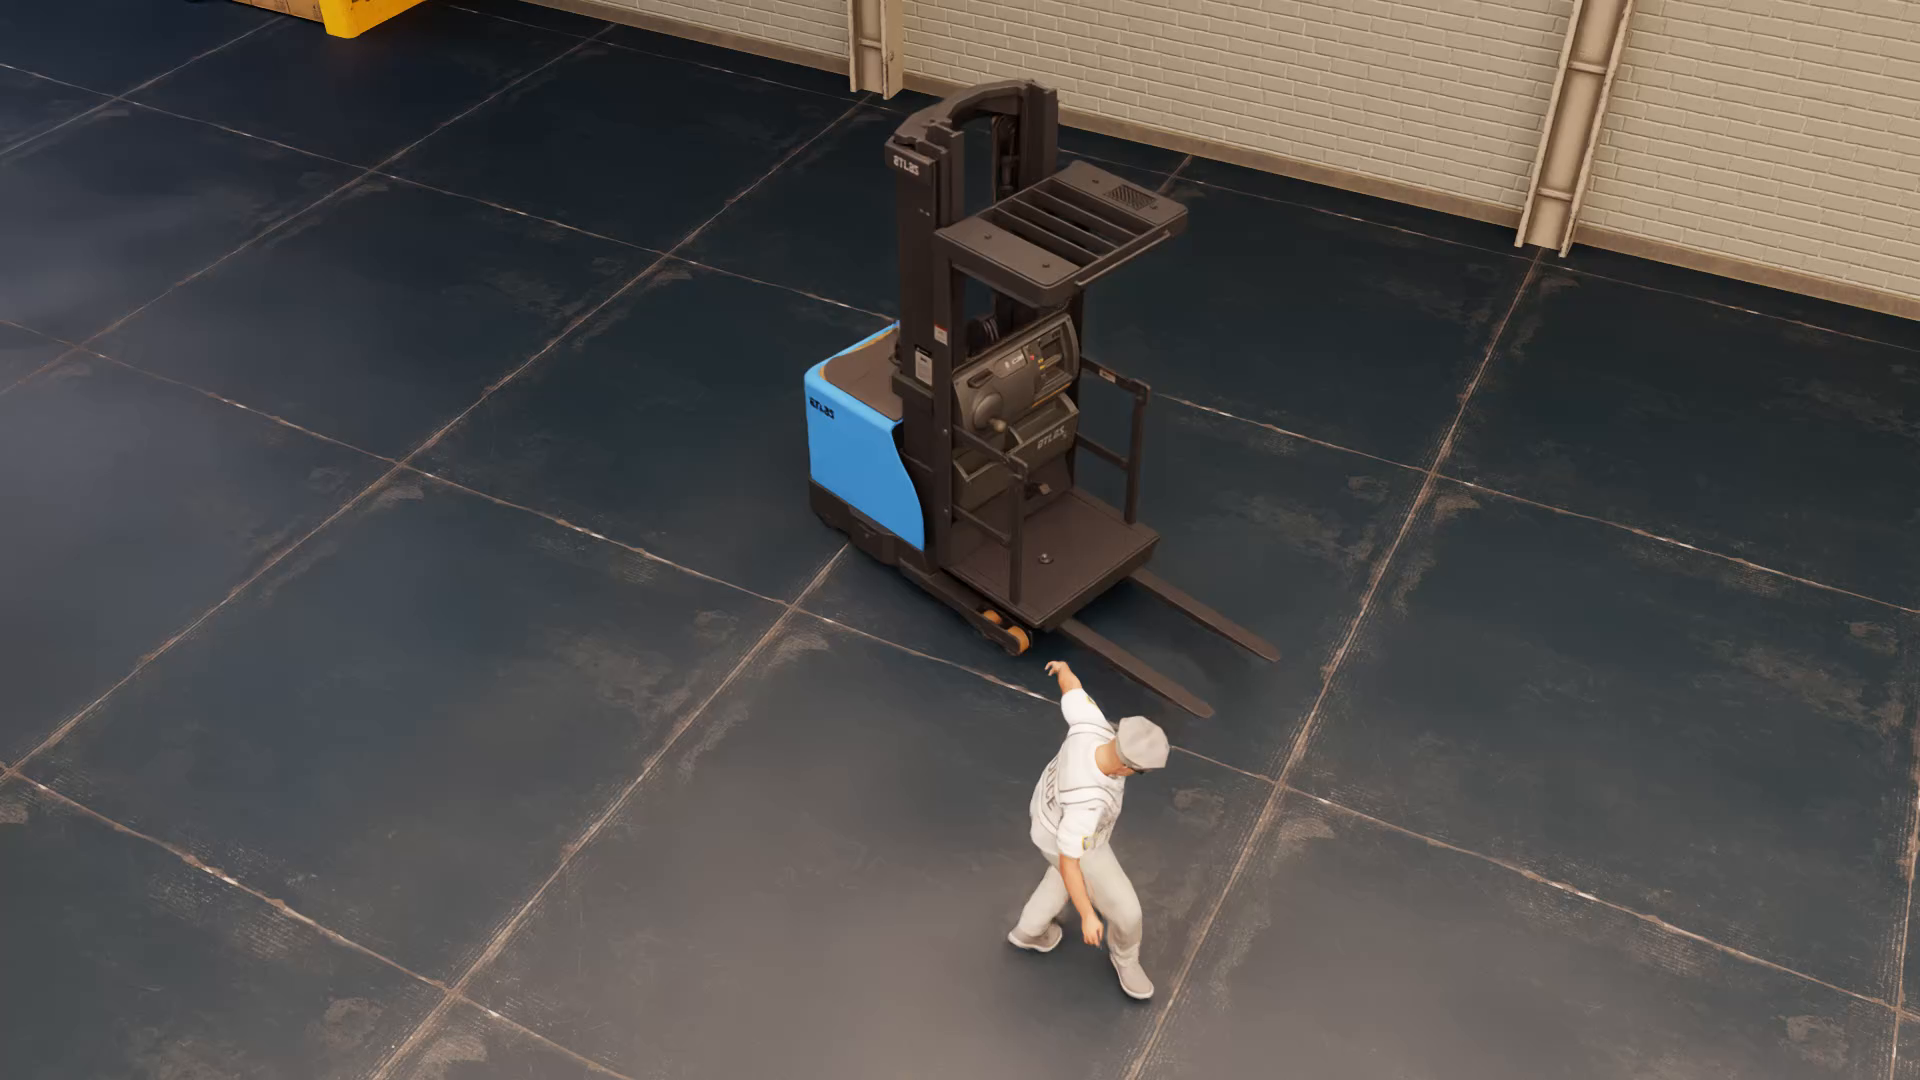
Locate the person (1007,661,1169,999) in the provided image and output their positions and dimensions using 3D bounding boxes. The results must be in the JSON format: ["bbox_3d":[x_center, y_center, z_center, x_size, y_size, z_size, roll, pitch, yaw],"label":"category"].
[{"bbox_3d":[0.587,1.250,7.573,0.693,1.581,1.210,3,40,4],"label":"person"}]

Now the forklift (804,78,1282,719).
[{"bbox_3d":[0.464,-0.844,8.989,3.031,2.935,1.130,32,50,33],"label":"forklift"}]
